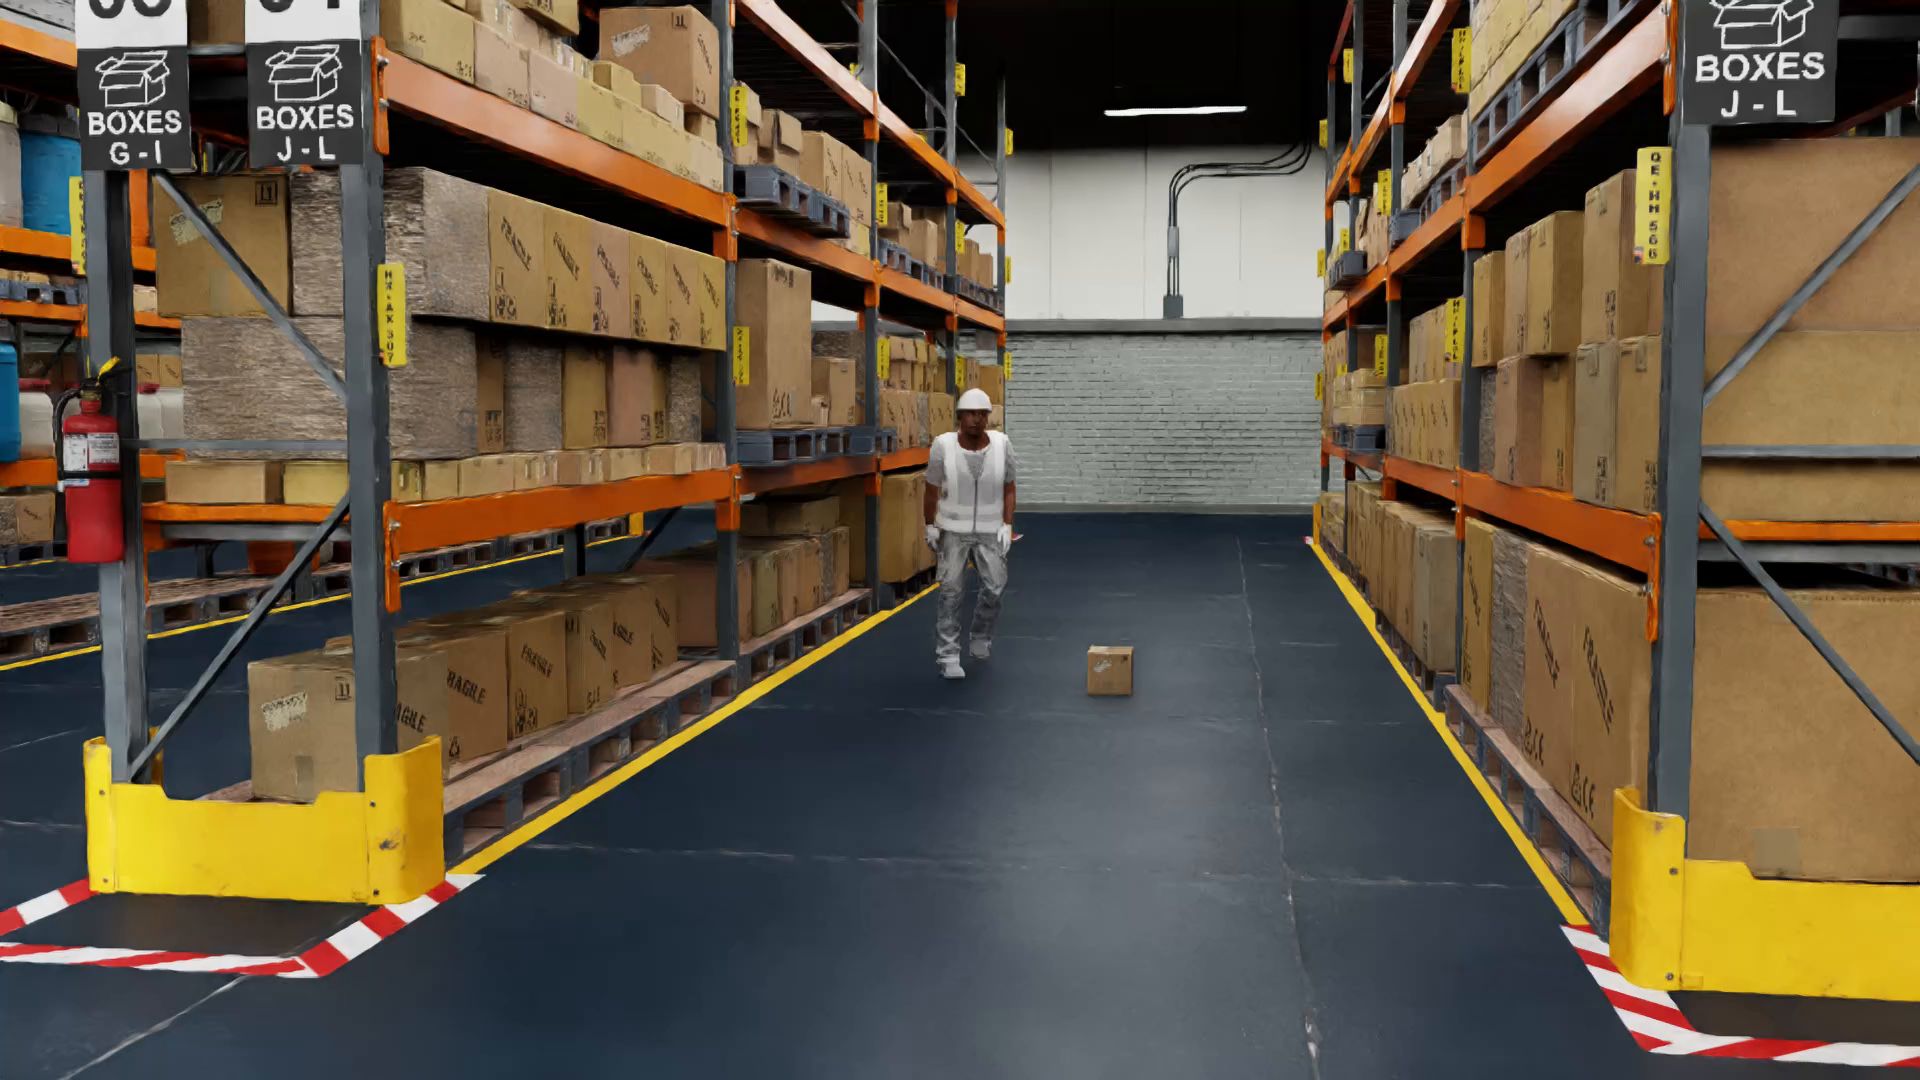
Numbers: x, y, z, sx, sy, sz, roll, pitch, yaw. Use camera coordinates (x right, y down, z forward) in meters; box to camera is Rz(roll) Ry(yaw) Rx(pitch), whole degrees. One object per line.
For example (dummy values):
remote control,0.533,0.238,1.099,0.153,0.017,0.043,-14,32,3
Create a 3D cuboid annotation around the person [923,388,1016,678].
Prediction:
person,0.058,-0.043,10.145,0.556,1.757,0.680,-1,4,-11
